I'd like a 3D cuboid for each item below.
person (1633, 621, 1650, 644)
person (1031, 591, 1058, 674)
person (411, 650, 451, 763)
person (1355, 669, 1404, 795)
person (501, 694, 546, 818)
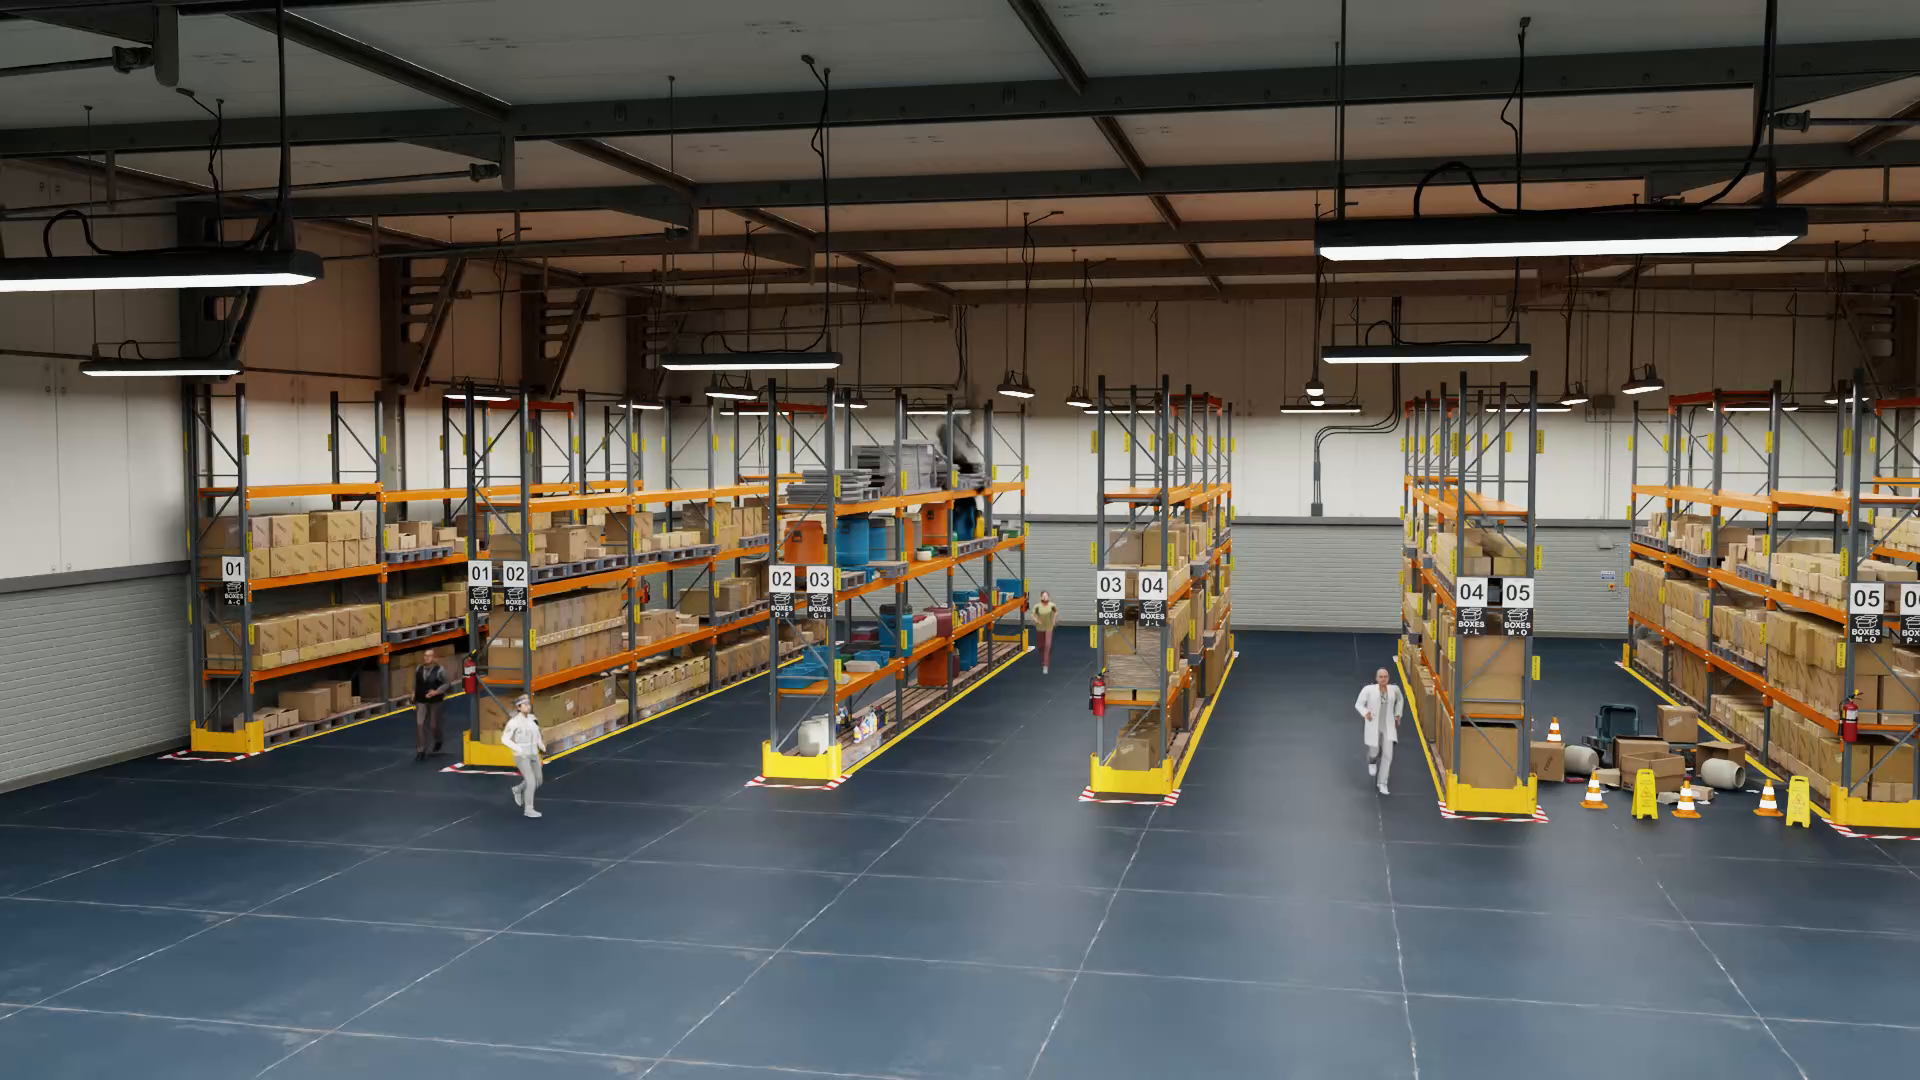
[{"bbox_3d":[15.825,1.949,38.572,0.507,1.706,0.758,3,4,38],"label":"person"},{"bbox_3d":[1.757,1.899,34.798,0.546,1.679,1.109,1,3,9],"label":"person"},{"bbox_3d":[-8.472,2.628,26.607,0.666,1.755,0.904,0,3,-1],"label":"person"},{"bbox_3d":[6.133,2.754,24.276,0.722,1.779,1.017,0,3,4],"label":"person"},{"bbox_3d":[-5.884,2.892,22.412,0.631,1.649,0.617,2,4,35],"label":"person"}]
